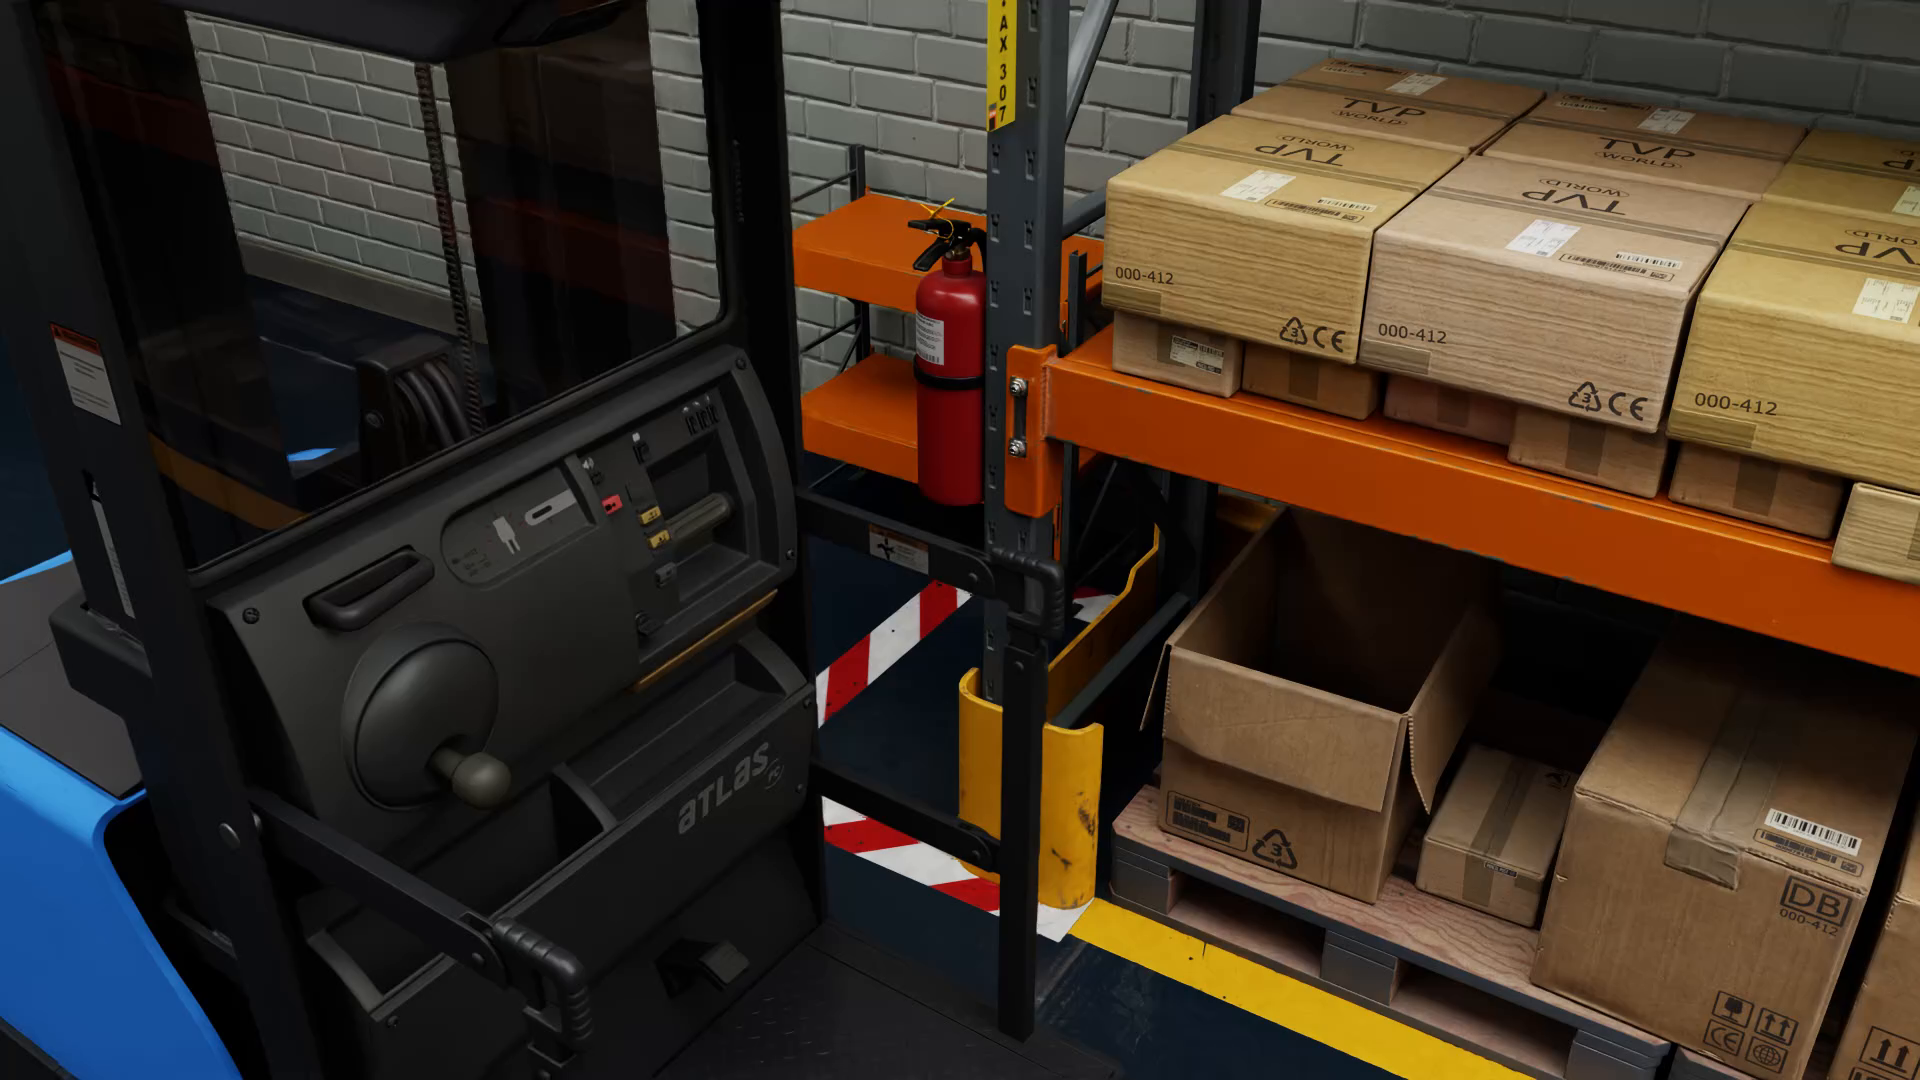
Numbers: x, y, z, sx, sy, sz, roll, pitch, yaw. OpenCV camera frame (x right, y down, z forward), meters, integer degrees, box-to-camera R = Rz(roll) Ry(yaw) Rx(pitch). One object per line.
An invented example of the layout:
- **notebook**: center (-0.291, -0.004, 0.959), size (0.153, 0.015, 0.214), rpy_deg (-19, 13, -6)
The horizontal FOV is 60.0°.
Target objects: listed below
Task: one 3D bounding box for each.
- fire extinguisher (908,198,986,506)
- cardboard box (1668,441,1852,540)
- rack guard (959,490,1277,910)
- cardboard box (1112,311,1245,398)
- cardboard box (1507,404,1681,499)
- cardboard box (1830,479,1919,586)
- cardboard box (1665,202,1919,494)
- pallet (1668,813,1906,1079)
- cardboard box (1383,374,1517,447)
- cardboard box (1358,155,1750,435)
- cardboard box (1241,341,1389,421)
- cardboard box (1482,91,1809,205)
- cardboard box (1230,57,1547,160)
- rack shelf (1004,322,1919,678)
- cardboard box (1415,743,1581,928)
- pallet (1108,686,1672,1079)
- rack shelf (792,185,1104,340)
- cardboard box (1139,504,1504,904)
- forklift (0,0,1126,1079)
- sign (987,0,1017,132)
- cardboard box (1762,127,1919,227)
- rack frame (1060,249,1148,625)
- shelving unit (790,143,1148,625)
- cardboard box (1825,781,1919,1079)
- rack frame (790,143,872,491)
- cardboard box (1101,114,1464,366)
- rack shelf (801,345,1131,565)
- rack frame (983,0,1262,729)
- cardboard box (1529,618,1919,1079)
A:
- **fire extinguisher**: center (-0.005, -0.401, 3.408), size (0.183, 0.674, 0.296), rpy_deg (18, 35, 27)
- **cardboard box**: center (1.388, -0.173, 2.820), size (0.250, 0.149, 0.380), rpy_deg (18, 35, 28)
- **rack guard**: center (0.429, 0.347, 4.160), size (0.348, 0.500, 1.175), rpy_deg (18, 35, 27)
- **cardboard box**: center (0.497, -0.440, 3.277), size (0.250, 0.149, 0.380), rpy_deg (17, 34, 27)
- **cardboard box**: center (1.160, -0.242, 2.938), size (0.250, 0.149, 0.380), rpy_deg (19, 35, 29)
- **cardboard box**: center (1.562, -0.074, 2.649), size (0.250, 0.149, 0.380), rpy_deg (17, 34, 26)
- **cardboard box**: center (1.464, -0.311, 2.661), size (0.500, 0.250, 0.500), rpy_deg (17, 34, 26)
- **pallet**: center (2.134, 1.012, 3.306), size (1.213, 0.211, 1.003), rpy_deg (18, 35, 27)
- **cardboard box**: center (0.978, -0.336, 3.098), size (0.250, 0.149, 0.380), rpy_deg (17, 34, 27)
- **cardboard box**: center (1.033, -0.446, 2.891), size (0.500, 0.250, 0.500), rpy_deg (18, 35, 28)
- **cardboard box**: center (0.737, -0.392, 3.194), size (0.250, 0.149, 0.380), rpy_deg (18, 35, 29)
- **cardboard box**: center (1.332, -0.669, 3.273), size (0.500, 0.250, 0.500), rpy_deg (18, 35, 27)
- **cardboard box**: center (0.896, -0.807, 3.511), size (0.500, 0.250, 0.500), rpy_deg (19, 35, 29)
- **rack shelf**: center (2.059, 0.093, 2.828), size (4.000, 0.370, 1.077), rpy_deg (18, 35, 27)
- **cardboard box**: center (1.172, 0.631, 3.604), size (0.250, 0.149, 0.380), rpy_deg (16, 34, 25)
- **pallet**: center (1.105, 0.685, 3.867), size (1.213, 0.211, 1.003), rpy_deg (18, 35, 27)
- **rack shelf**: center (-0.006, -0.740, 4.821), size (1.000, 0.278, 0.538), rpy_deg (17, 35, 27)
- **cardboard box**: center (0.832, 0.348, 3.738), size (0.637, 0.503, 0.797), rpy_deg (16, 34, 25)
- **forklift**: center (-0.398, 0.065, 2.230), size (3.031, 2.935, 1.130), rpy_deg (19, 35, 29)
- **sign**: center (0.076, -0.896, 2.950), size (0.005, 0.325, 0.100), rpy_deg (18, 35, 27)
- **cardboard box**: center (1.749, -0.534, 3.042), size (0.500, 0.250, 0.500), rpy_deg (19, 35, 29)
- **rack frame**: center (0.425, -0.351, 4.736), size (0.032, 1.125, 0.500), rpy_deg (17, 35, 27)
- **shelving unit**: center (-0.006, -0.487, 4.968), size (1.048, 1.125, 0.538), rpy_deg (17, 35, 27)
- **cardboard box**: center (1.930, 0.779, 3.002), size (0.500, 0.500, 0.500), rpy_deg (18, 35, 28)
- **rack frame**: center (-0.437, -0.623, 5.201), size (0.032, 1.125, 0.500), rpy_deg (17, 35, 27)
- **cardboard box**: center (0.606, -0.581, 3.122), size (0.500, 0.250, 0.500), rpy_deg (18, 35, 28)
- **rack shelf**: center (-0.006, -0.276, 5.092), size (1.000, 0.278, 0.538), rpy_deg (17, 35, 27)
- **rack frame**: center (0.365, -0.754, 3.565), size (0.127, 3.000, 1.000), rpy_deg (18, 35, 27)
- **cardboard box**: center (1.536, 0.595, 3.318), size (0.500, 0.500, 0.700), rpy_deg (19, 35, 29)
